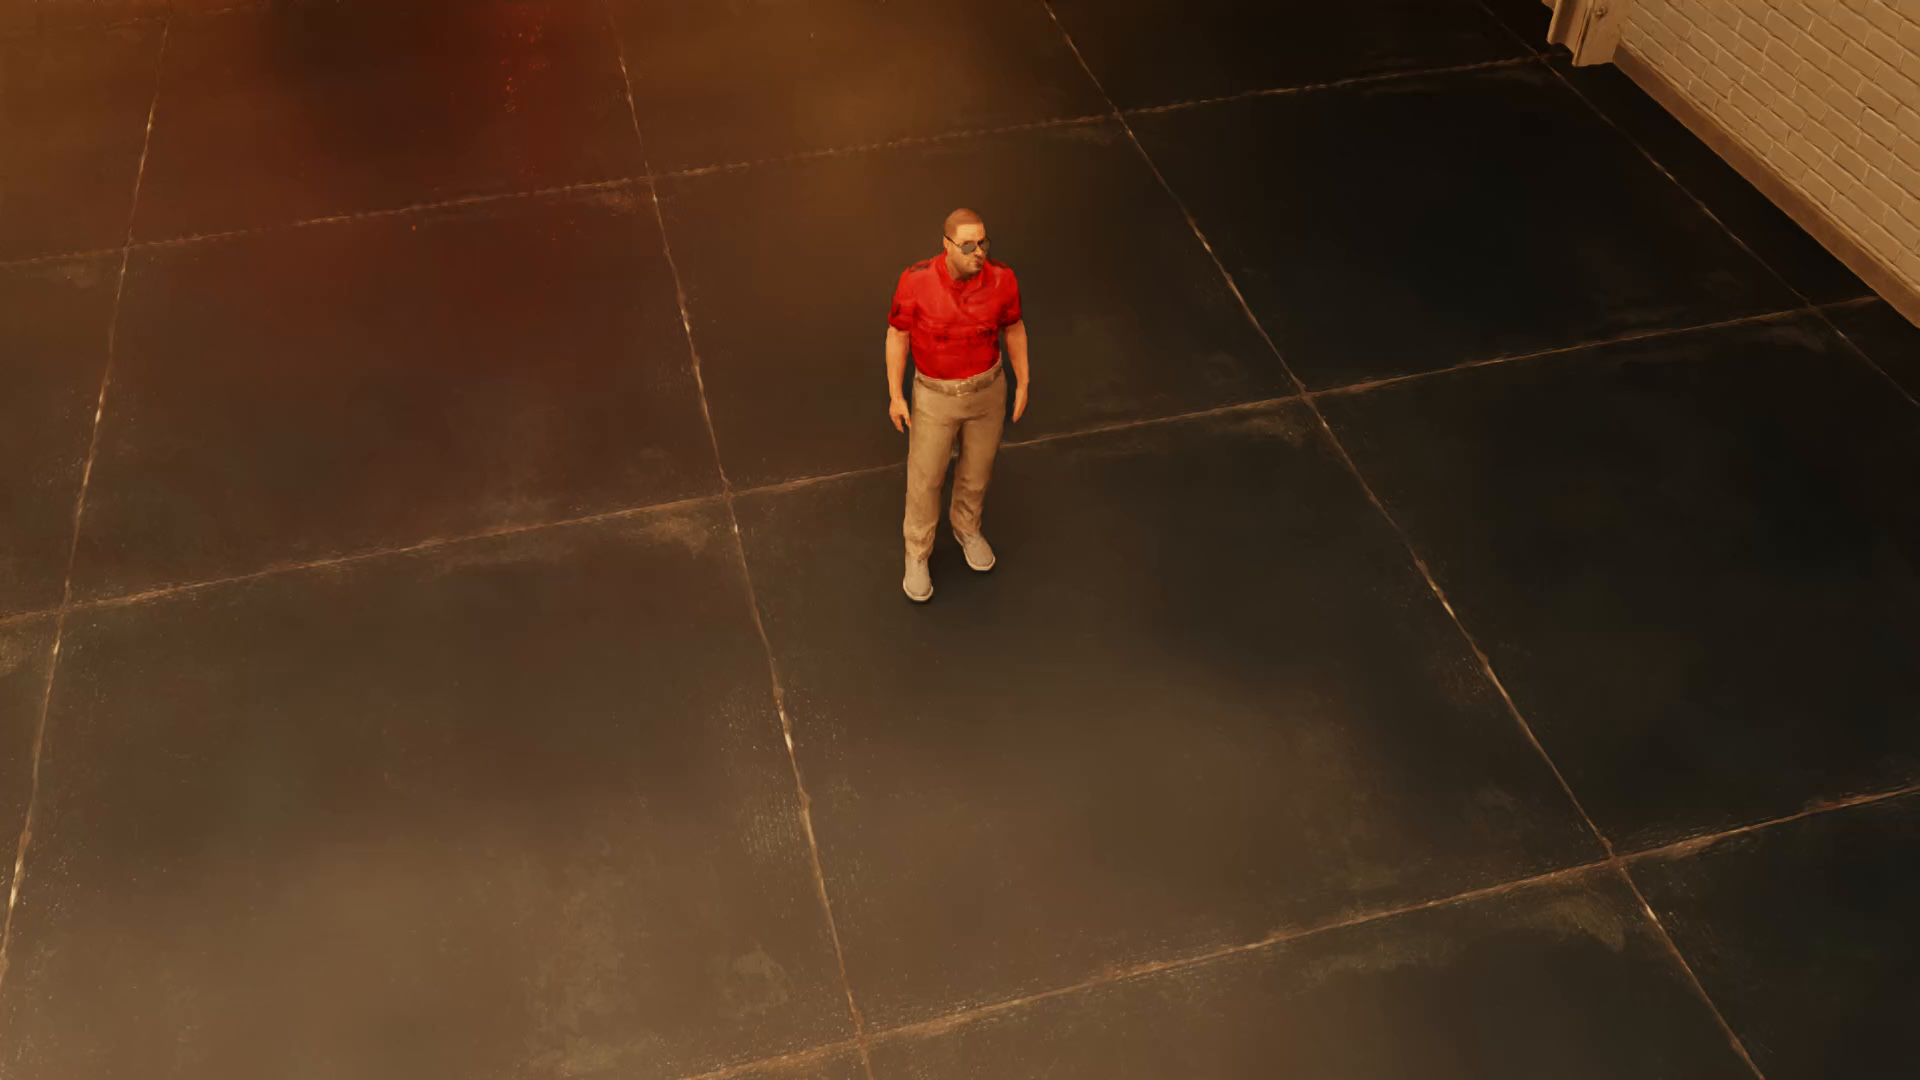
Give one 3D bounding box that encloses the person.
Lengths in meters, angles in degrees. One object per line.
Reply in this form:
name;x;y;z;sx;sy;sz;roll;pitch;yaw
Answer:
person;0.011;-0.572;7.115;0.640;1.726;0.550;-10;44;-11
